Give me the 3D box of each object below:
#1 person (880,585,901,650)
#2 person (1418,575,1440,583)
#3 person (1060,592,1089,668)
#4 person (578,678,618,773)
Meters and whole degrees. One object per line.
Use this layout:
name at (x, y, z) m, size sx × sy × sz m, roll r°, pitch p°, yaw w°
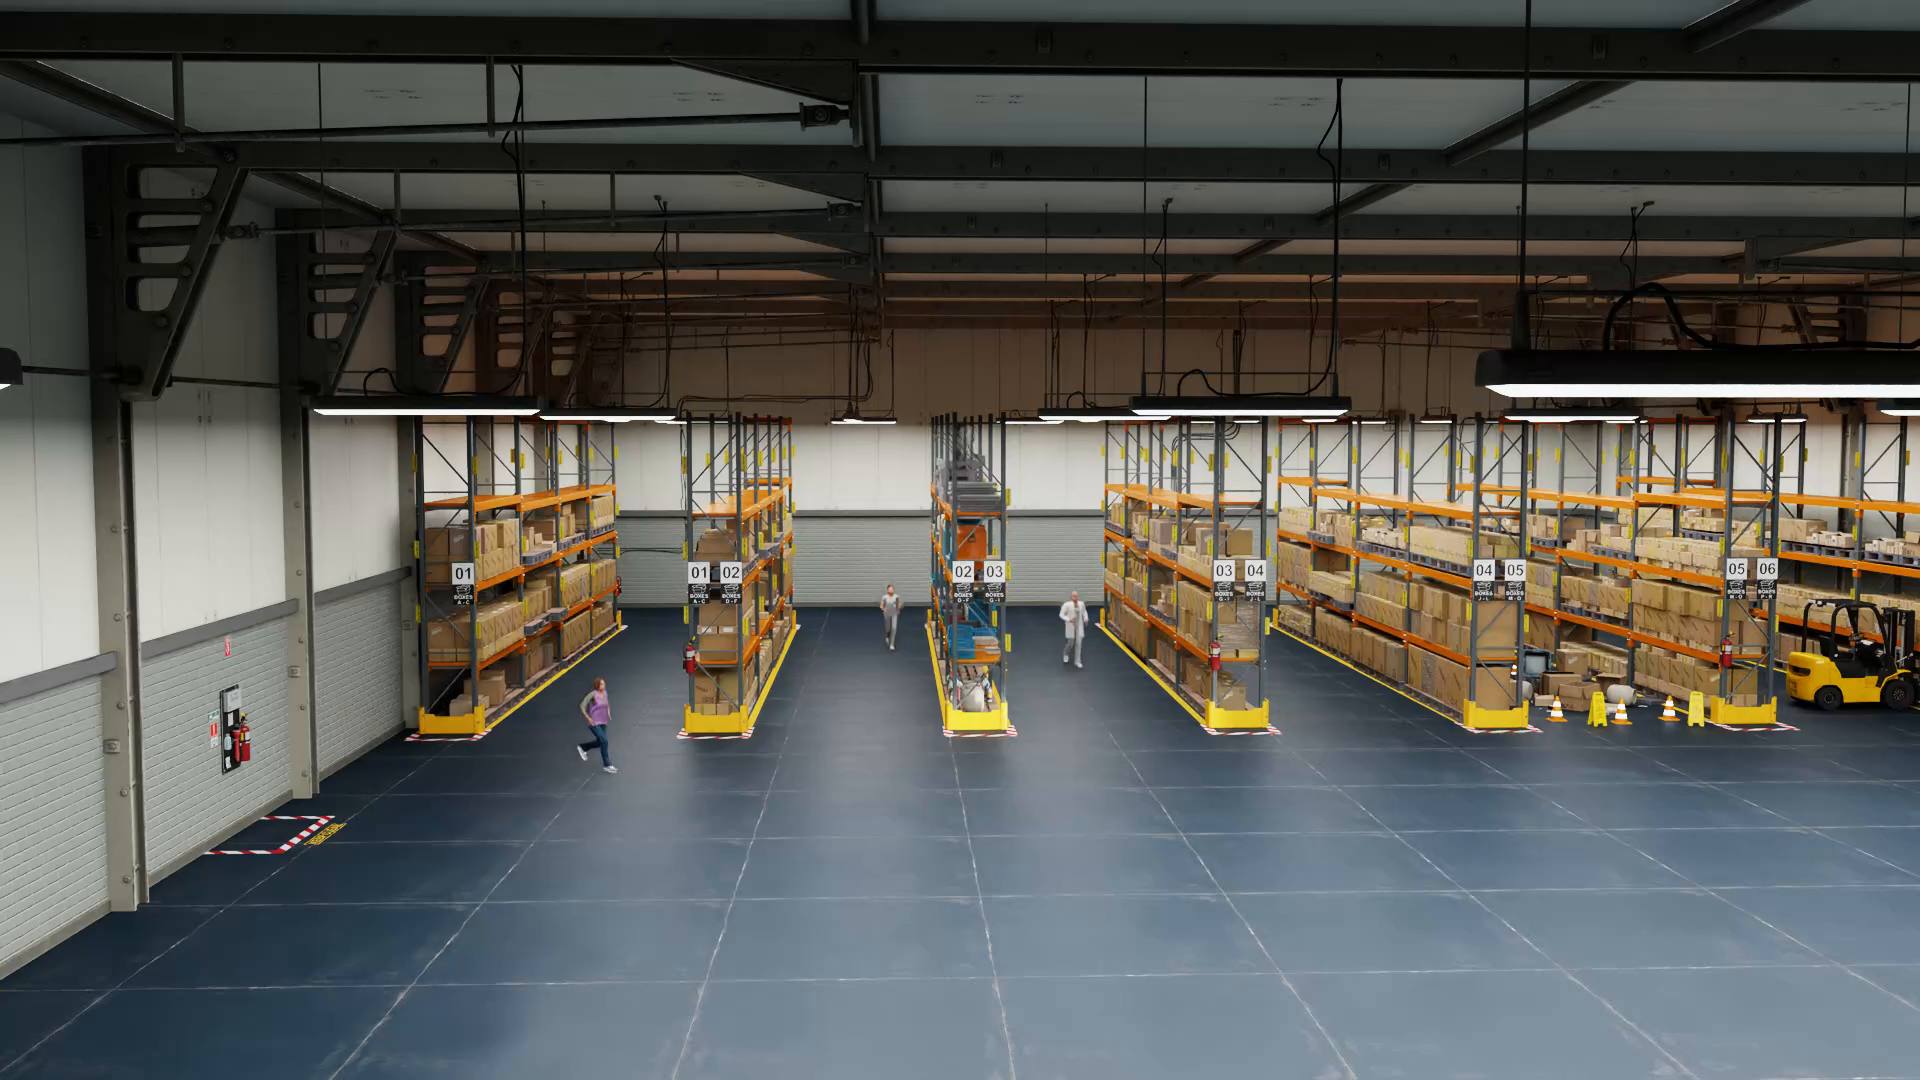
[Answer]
person at (-1.795, 1.971, 43.062) m, size 0.553 × 1.647 × 0.875 m, roll -1°, pitch 4°, yaw -8°
person at (13.875, 1.533, 49.274) m, size 0.726 × 1.767 × 0.654 m, roll 0°, pitch 4°, yaw 2°
person at (2.730, 2.122, 39.865) m, size 0.726 × 1.791 × 0.925 m, roll -1°, pitch 4°, yaw -15°
person at (-6.068, 3.072, 27.661) m, size 0.802 × 1.573 × 0.560 m, roll 2°, pitch 4°, yaw 29°
